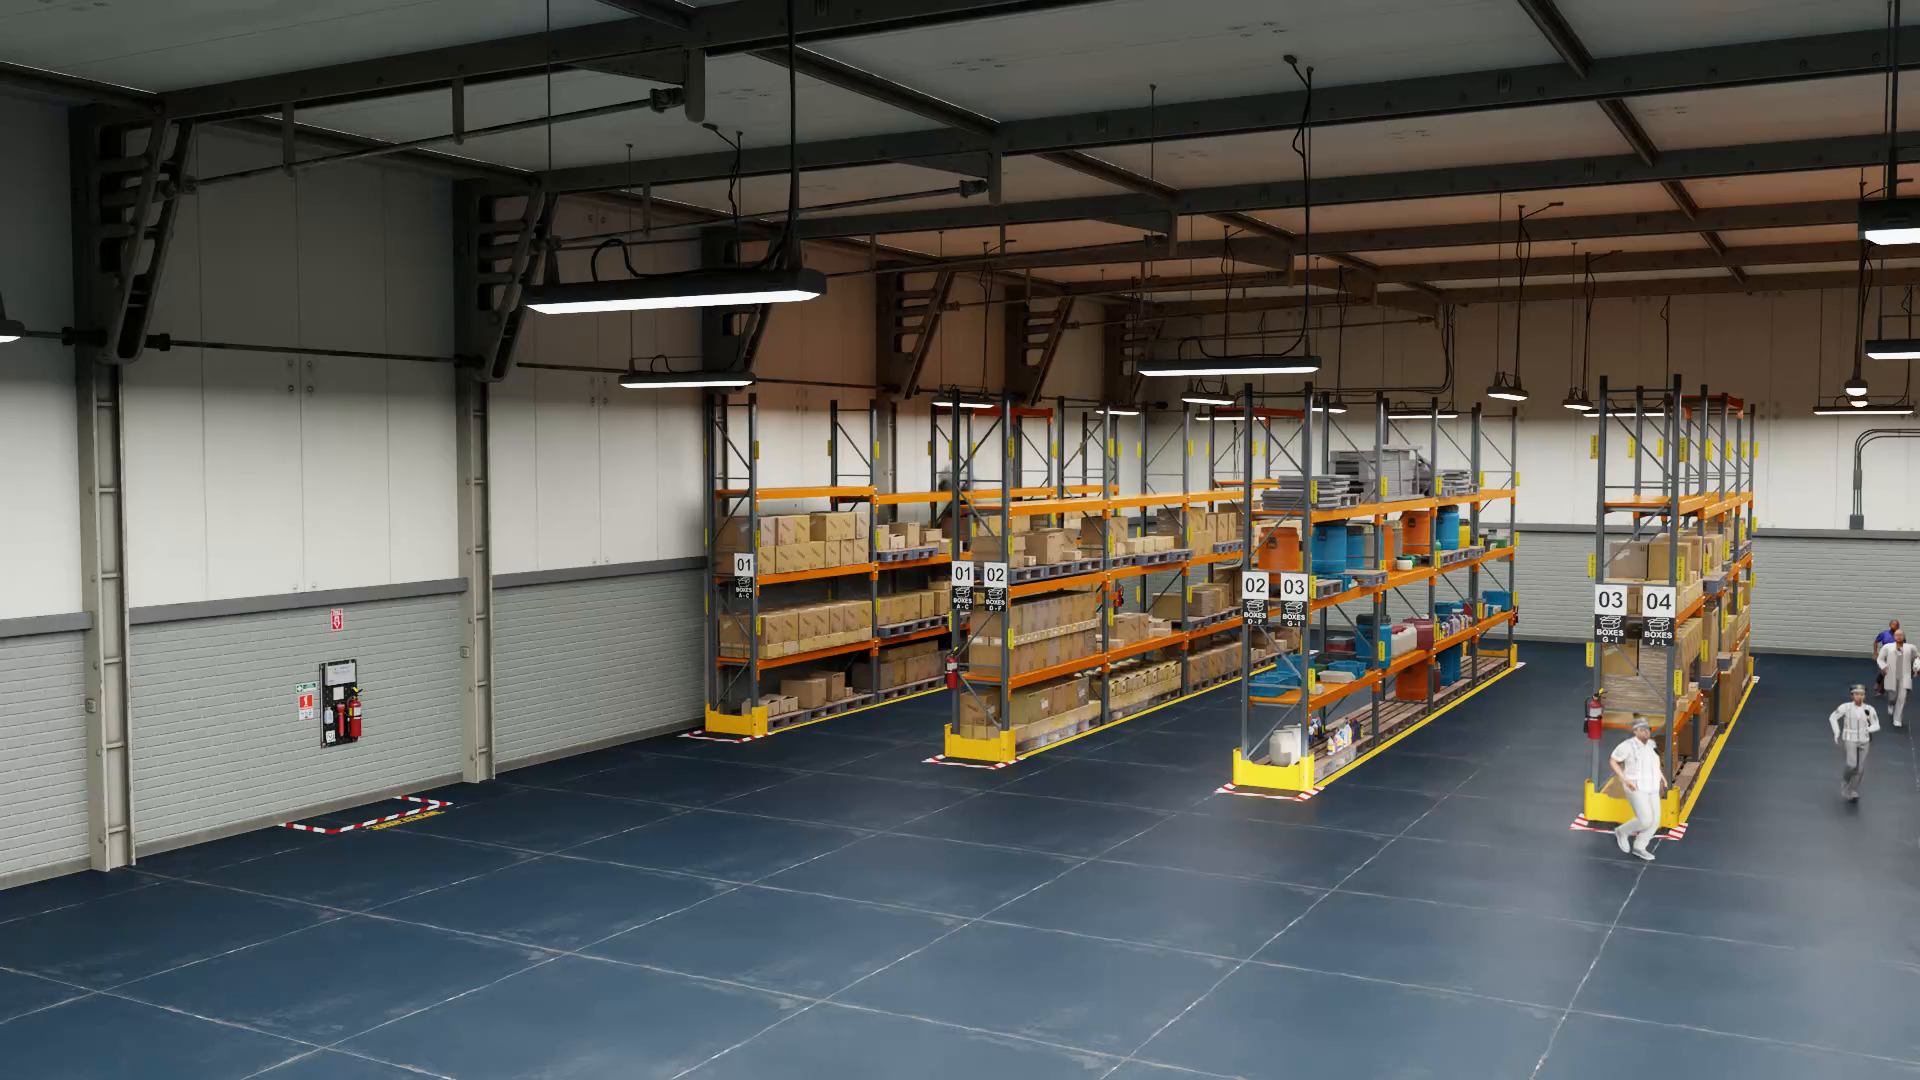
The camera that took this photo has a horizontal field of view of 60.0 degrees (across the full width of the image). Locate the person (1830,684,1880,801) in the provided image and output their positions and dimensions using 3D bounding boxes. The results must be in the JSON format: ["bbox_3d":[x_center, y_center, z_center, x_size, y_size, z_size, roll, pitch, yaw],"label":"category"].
[{"bbox_3d":[12.730,2.878,23.613,0.591,1.670,0.639,1,3,15],"label":"person"}]

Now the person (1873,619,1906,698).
[{"bbox_3d":[18.772,2.398,33.587,0.583,1.591,0.505,2,4,30],"label":"person"}]

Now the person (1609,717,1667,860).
[{"bbox_3d":[8.357,3.035,20.404,0.667,1.749,0.563,-1,3,-22],"label":"person"}]

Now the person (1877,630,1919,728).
[{"bbox_3d":[17.106,2.504,30.283,0.725,1.742,0.920,2,3,28],"label":"person"}]
